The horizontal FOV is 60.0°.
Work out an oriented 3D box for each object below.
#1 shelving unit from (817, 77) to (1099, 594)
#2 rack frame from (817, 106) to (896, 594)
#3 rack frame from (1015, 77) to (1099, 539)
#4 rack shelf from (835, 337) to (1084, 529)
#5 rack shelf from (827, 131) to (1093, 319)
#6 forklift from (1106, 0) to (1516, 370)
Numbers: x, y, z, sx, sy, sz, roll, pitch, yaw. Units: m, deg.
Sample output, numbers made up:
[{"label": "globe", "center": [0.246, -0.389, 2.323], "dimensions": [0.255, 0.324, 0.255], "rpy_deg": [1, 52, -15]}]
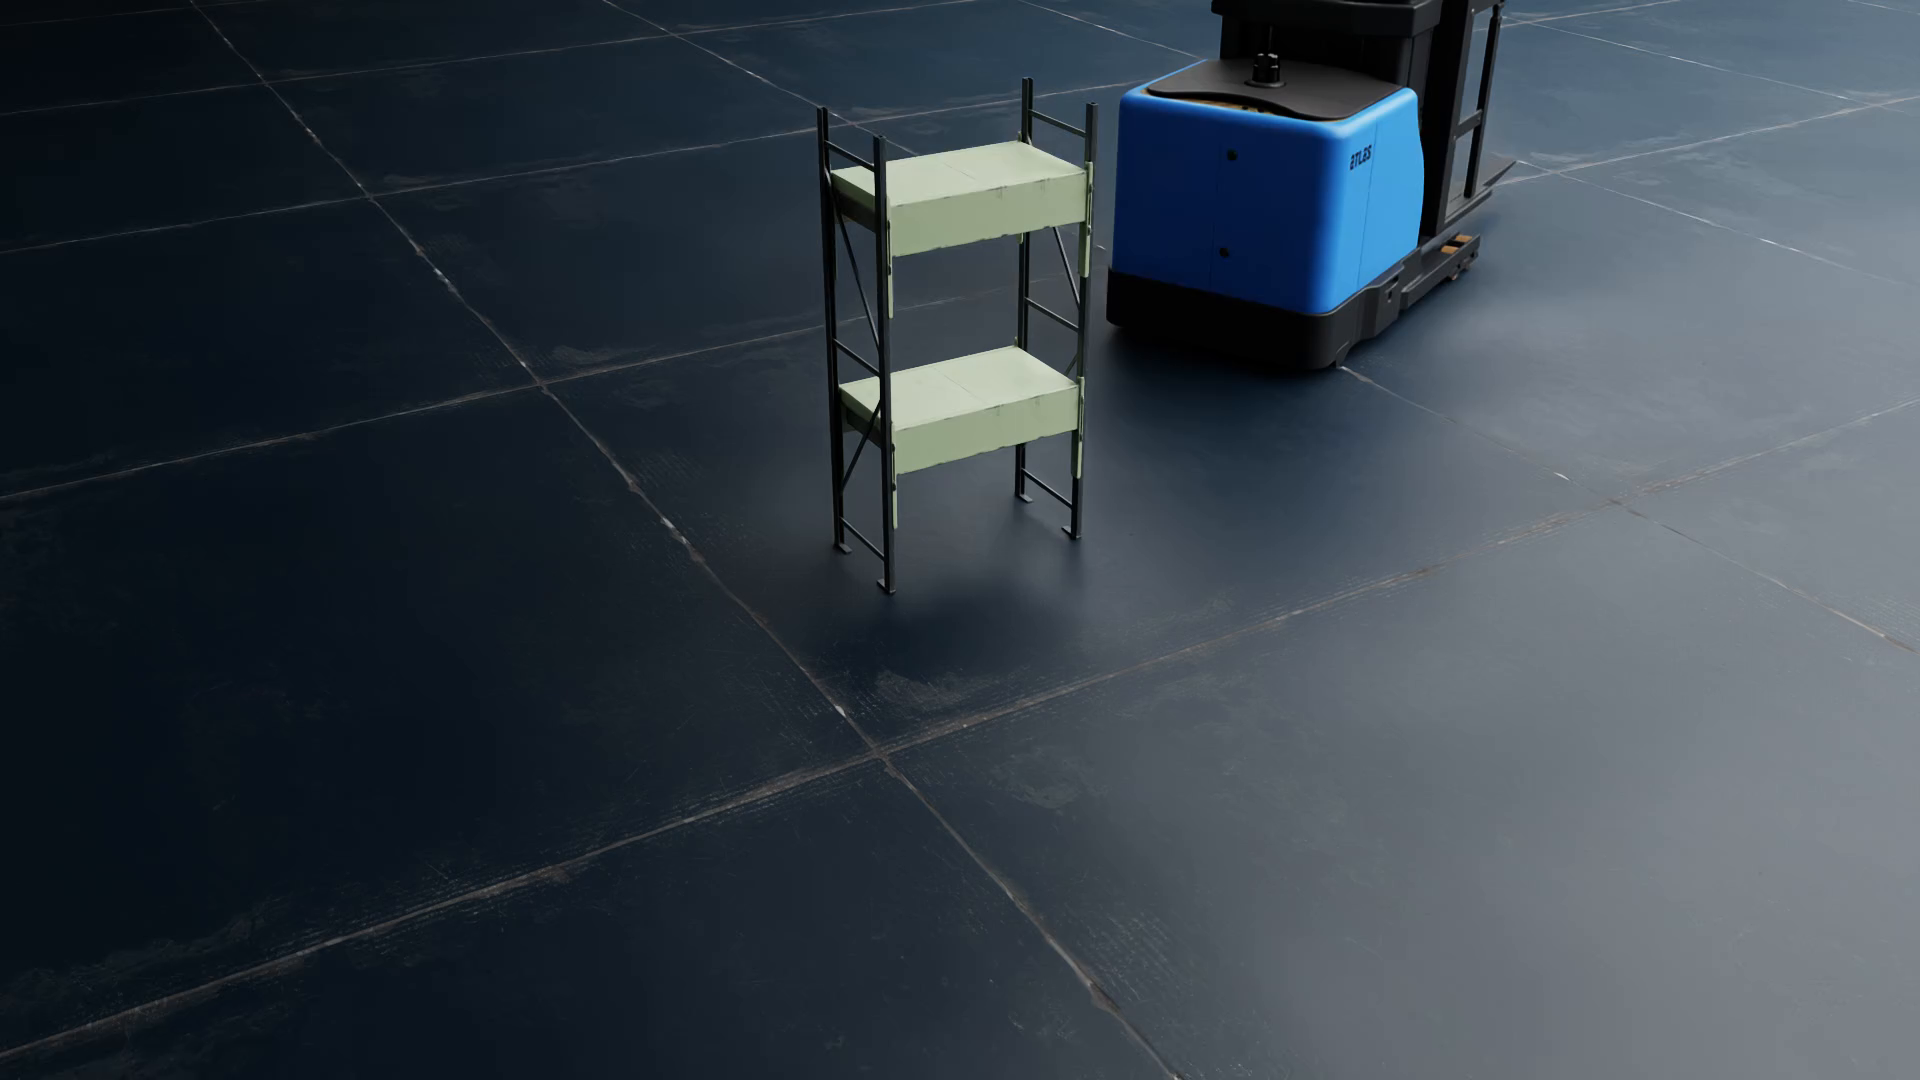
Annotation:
[{"label": "shelving unit", "center": [-0.006, -0.655, 5.385], "dimensions": [0.755, 1.500, 0.431], "rpy_deg": [-16, 33, -26]}, {"label": "rack frame", "center": [-0.321, -0.565, 5.222], "dimensions": [0.023, 1.500, 0.400], "rpy_deg": [-16, 33, -26]}, {"label": "rack frame", "center": [0.310, -0.745, 5.547], "dimensions": [0.023, 1.500, 0.400], "rpy_deg": [-16, 33, -26]}, {"label": "rack shelf", "center": [-0.006, -0.370, 5.542], "dimensions": [0.720, 0.370, 0.431], "rpy_deg": [-16, 33, -26]}, {"label": "rack shelf", "center": [-0.006, -0.997, 5.196], "dimensions": [0.720, 0.370, 0.431], "rpy_deg": [-16, 33, -26]}, {"label": "forklift", "center": [1.894, -2.651, 7.520], "dimensions": [1.130, 2.935, 3.031], "rpy_deg": [18, 34, 30]}]
